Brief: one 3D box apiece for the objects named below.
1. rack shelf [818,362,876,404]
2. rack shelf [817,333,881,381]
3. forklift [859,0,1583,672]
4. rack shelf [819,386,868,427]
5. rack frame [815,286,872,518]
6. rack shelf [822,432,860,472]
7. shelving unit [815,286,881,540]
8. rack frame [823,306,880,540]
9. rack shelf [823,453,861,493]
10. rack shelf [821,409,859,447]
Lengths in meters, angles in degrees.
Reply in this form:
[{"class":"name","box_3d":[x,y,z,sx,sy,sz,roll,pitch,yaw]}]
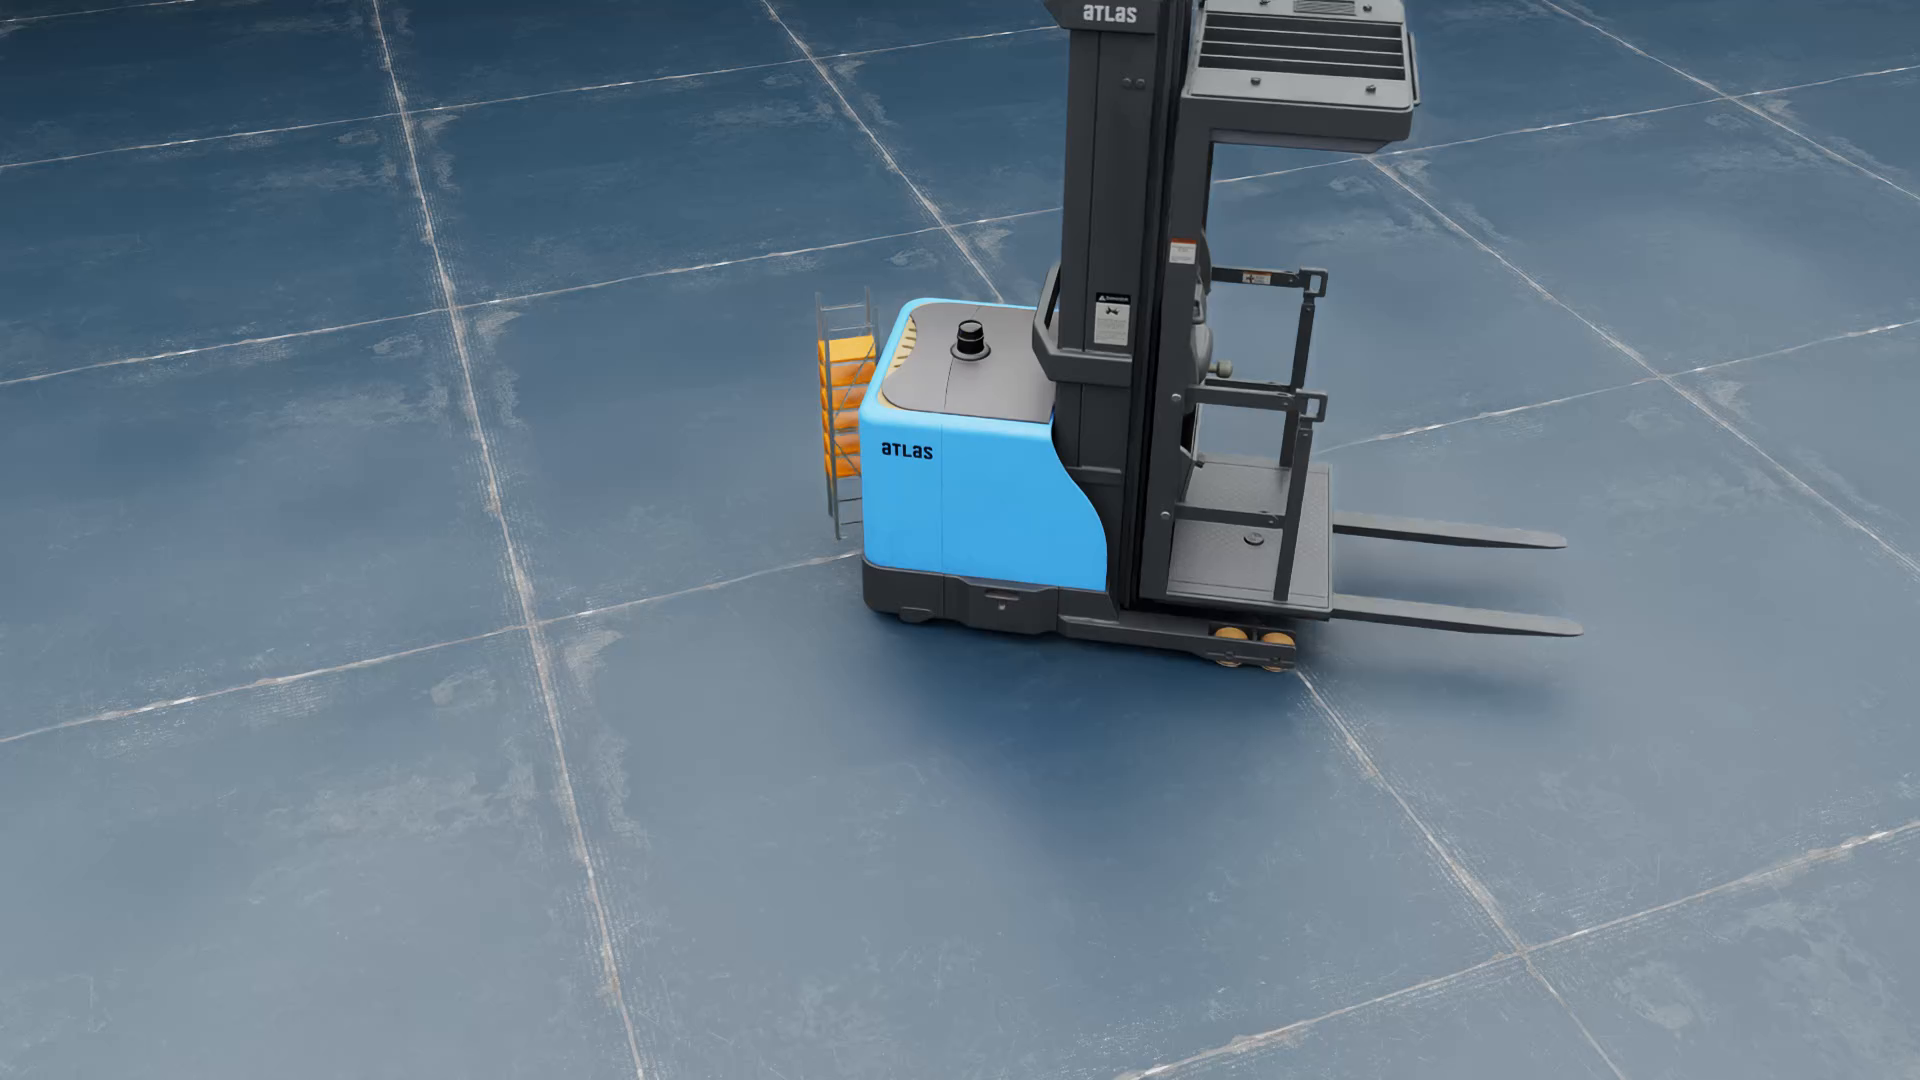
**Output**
[{"class":"rack shelf","box_3d":[-0.485,-0.707,7.366,0.258,0.103,0.180,-8,38,-11]},{"class":"rack shelf","box_3d":[-0.485,-0.803,7.294,0.258,0.103,0.180,-8,38,-11]},{"class":"forklift","box_3d":[1.143,-0.963,6.592,3.031,2.935,1.130,6,37,8]},{"class":"rack shelf","box_3d":[-0.485,-0.611,7.439,0.258,0.103,0.180,-8,38,-11]},{"class":"rack frame","box_3d":[-0.507,-0.604,7.555,0.240,1.200,0.006,-8,38,-11]},{"class":"rack shelf","box_3d":[-0.485,-0.419,7.583,0.258,0.103,0.180,-8,38,-11]},{"class":"shelving unit","box_3d":[-0.485,-0.551,7.484,0.258,1.200,0.189,-8,38,-11]},{"class":"rack frame","box_3d":[-0.463,-0.497,7.413,0.240,1.200,0.006,-8,38,-11]},{"class":"rack shelf","box_3d":[-0.485,-0.324,7.655,0.258,0.103,0.180,-8,38,-11]},{"class":"rack shelf","box_3d":[-0.485,-0.515,7.511,0.258,0.103,0.180,-8,38,-11]}]
